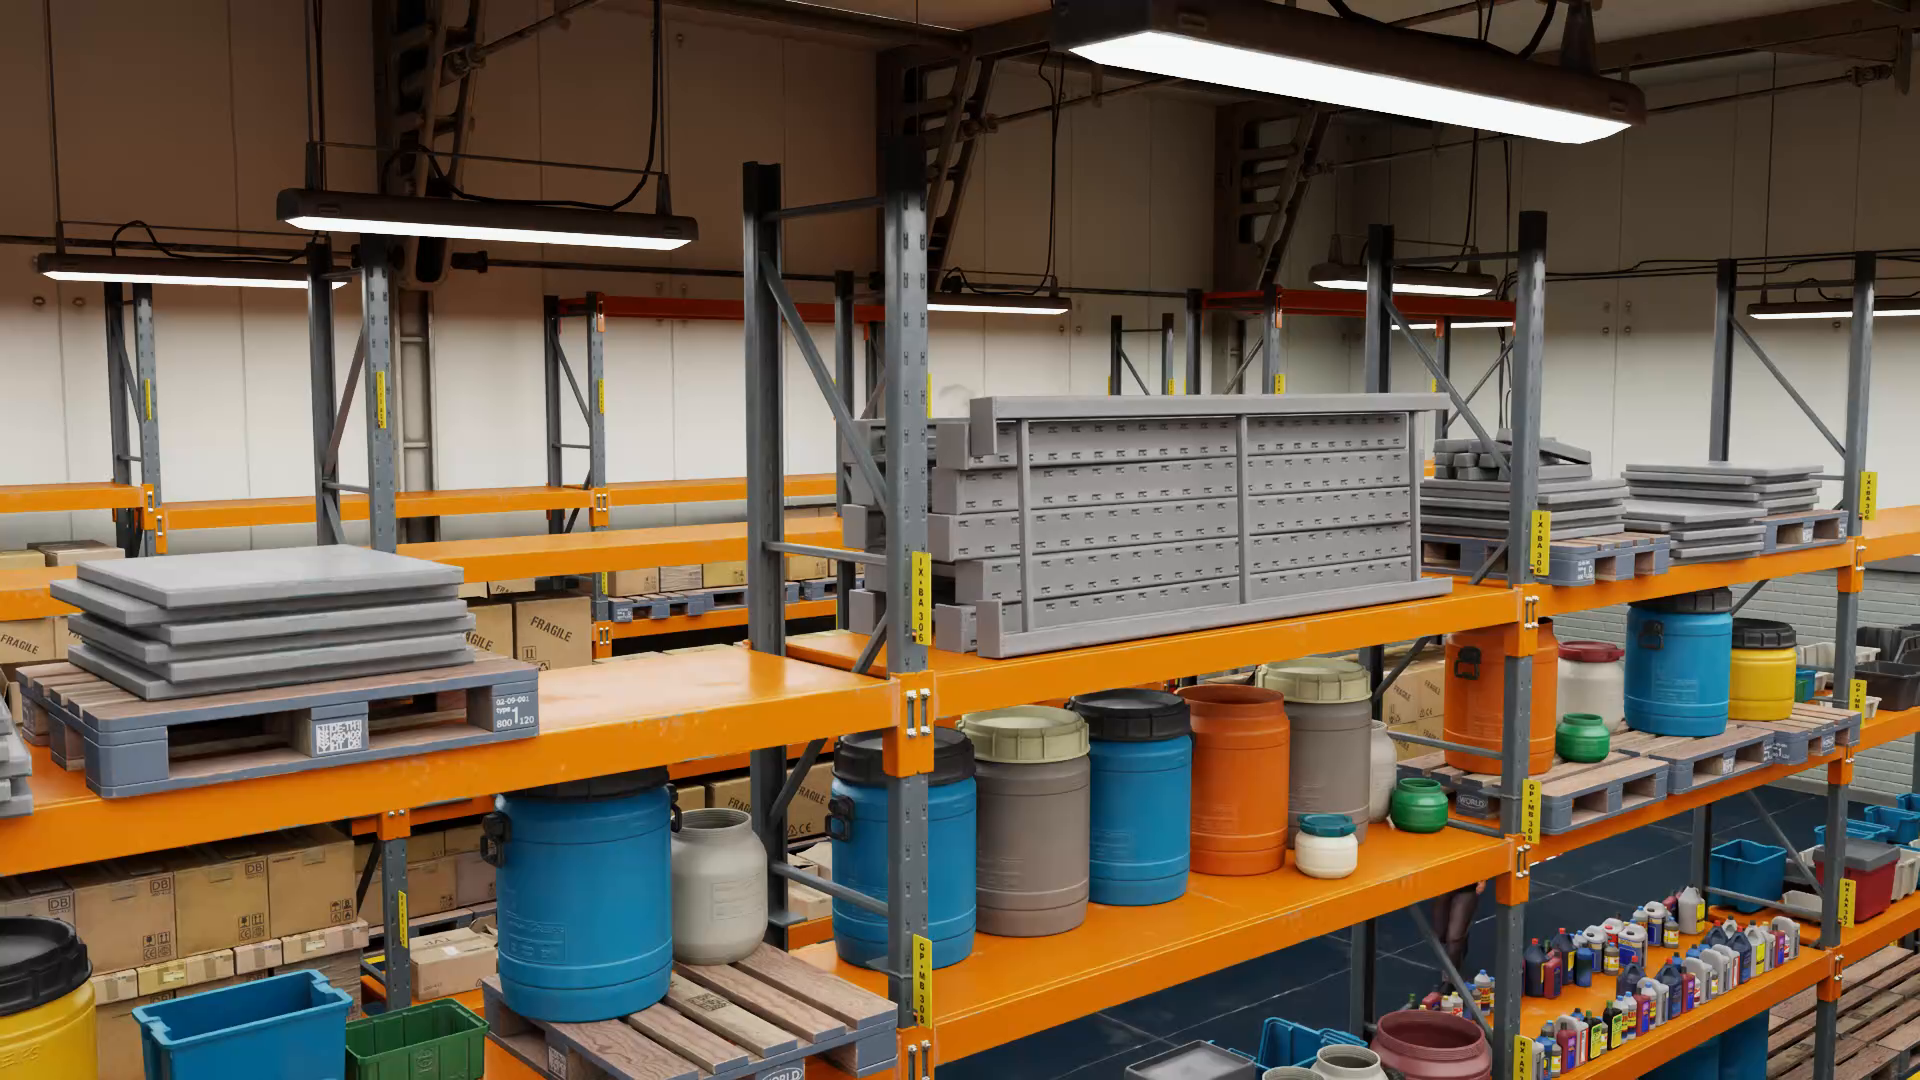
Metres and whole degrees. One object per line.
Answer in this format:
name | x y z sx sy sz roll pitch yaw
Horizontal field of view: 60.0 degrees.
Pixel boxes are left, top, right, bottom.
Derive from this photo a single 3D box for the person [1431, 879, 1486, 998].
person | 4.231 2.968 14.137 0.670 1.707 0.831 4 7 37
